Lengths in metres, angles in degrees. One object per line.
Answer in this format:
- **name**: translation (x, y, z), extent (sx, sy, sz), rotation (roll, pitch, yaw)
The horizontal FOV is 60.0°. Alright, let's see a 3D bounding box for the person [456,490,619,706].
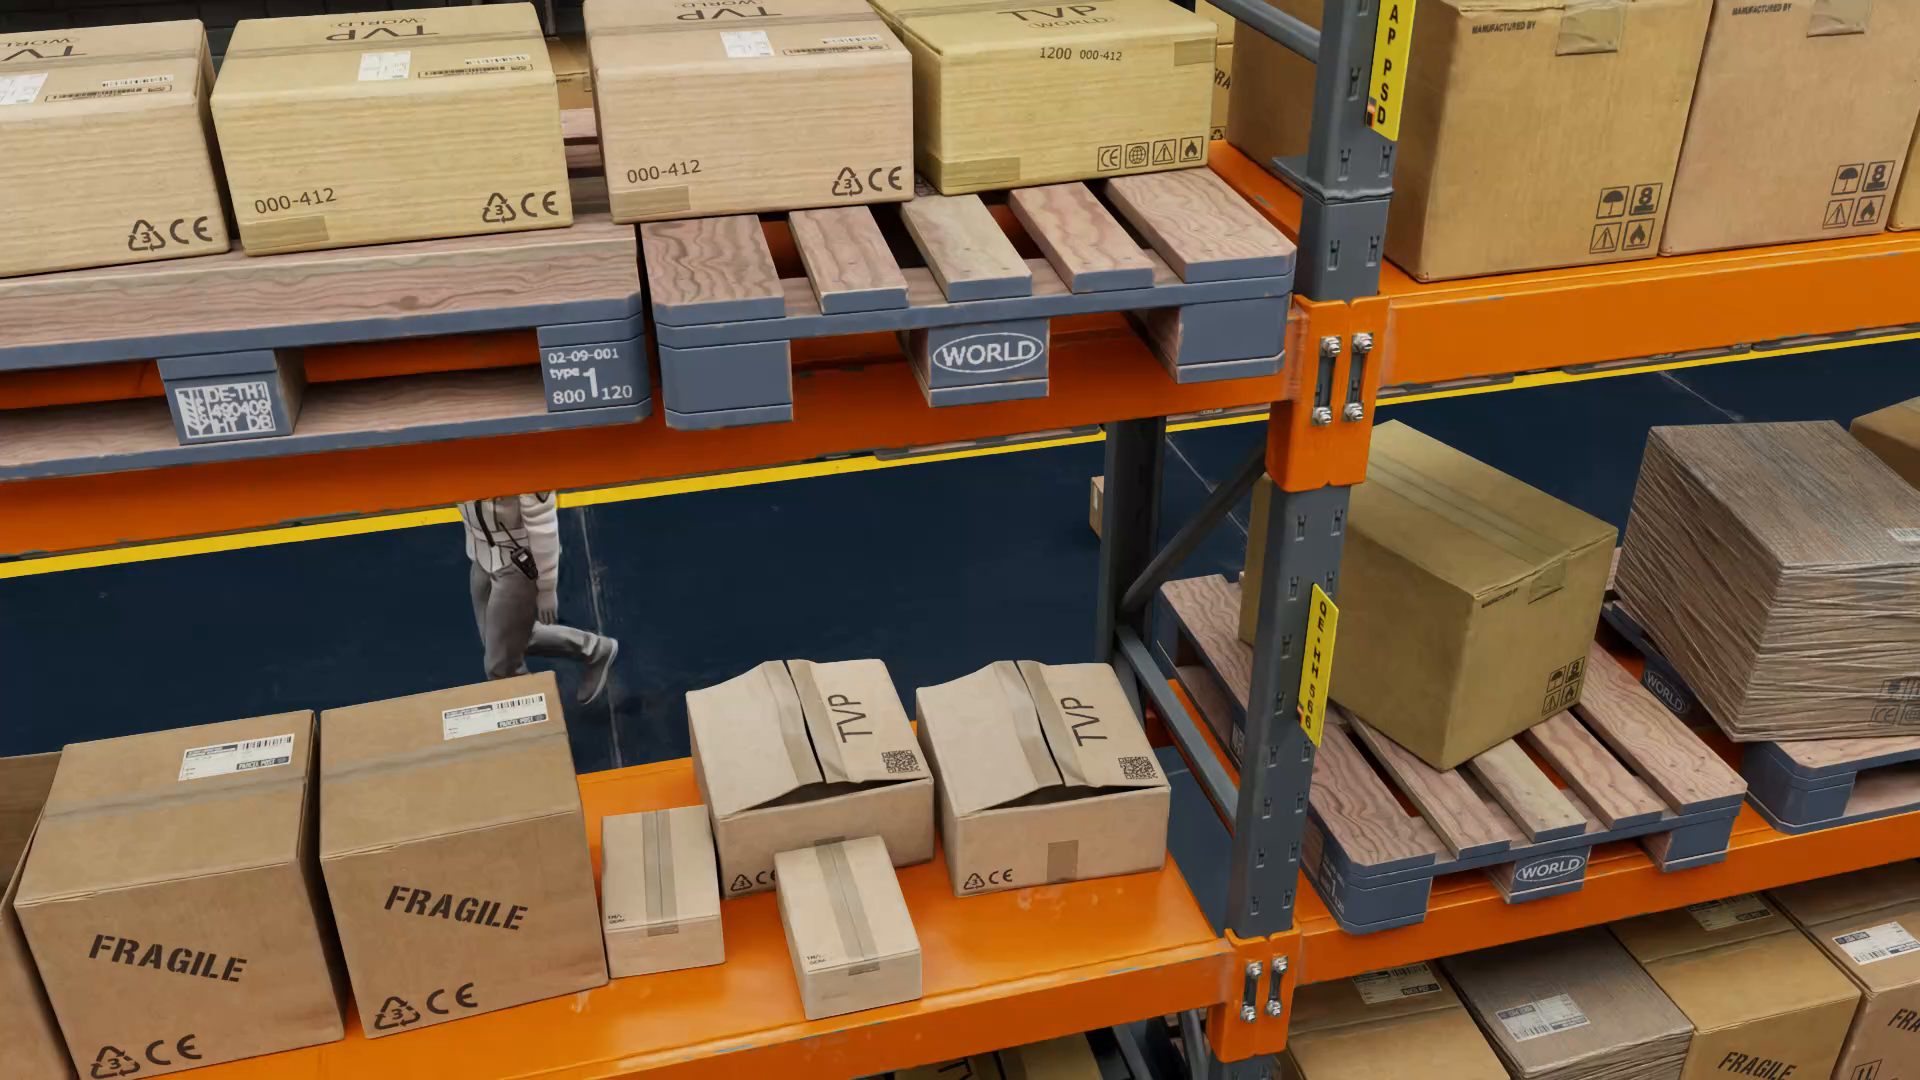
- **person**: translation (-1.573, 0.056, 5.977), extent (0.710, 1.666, 0.491), rotation (-22, 37, -32)
